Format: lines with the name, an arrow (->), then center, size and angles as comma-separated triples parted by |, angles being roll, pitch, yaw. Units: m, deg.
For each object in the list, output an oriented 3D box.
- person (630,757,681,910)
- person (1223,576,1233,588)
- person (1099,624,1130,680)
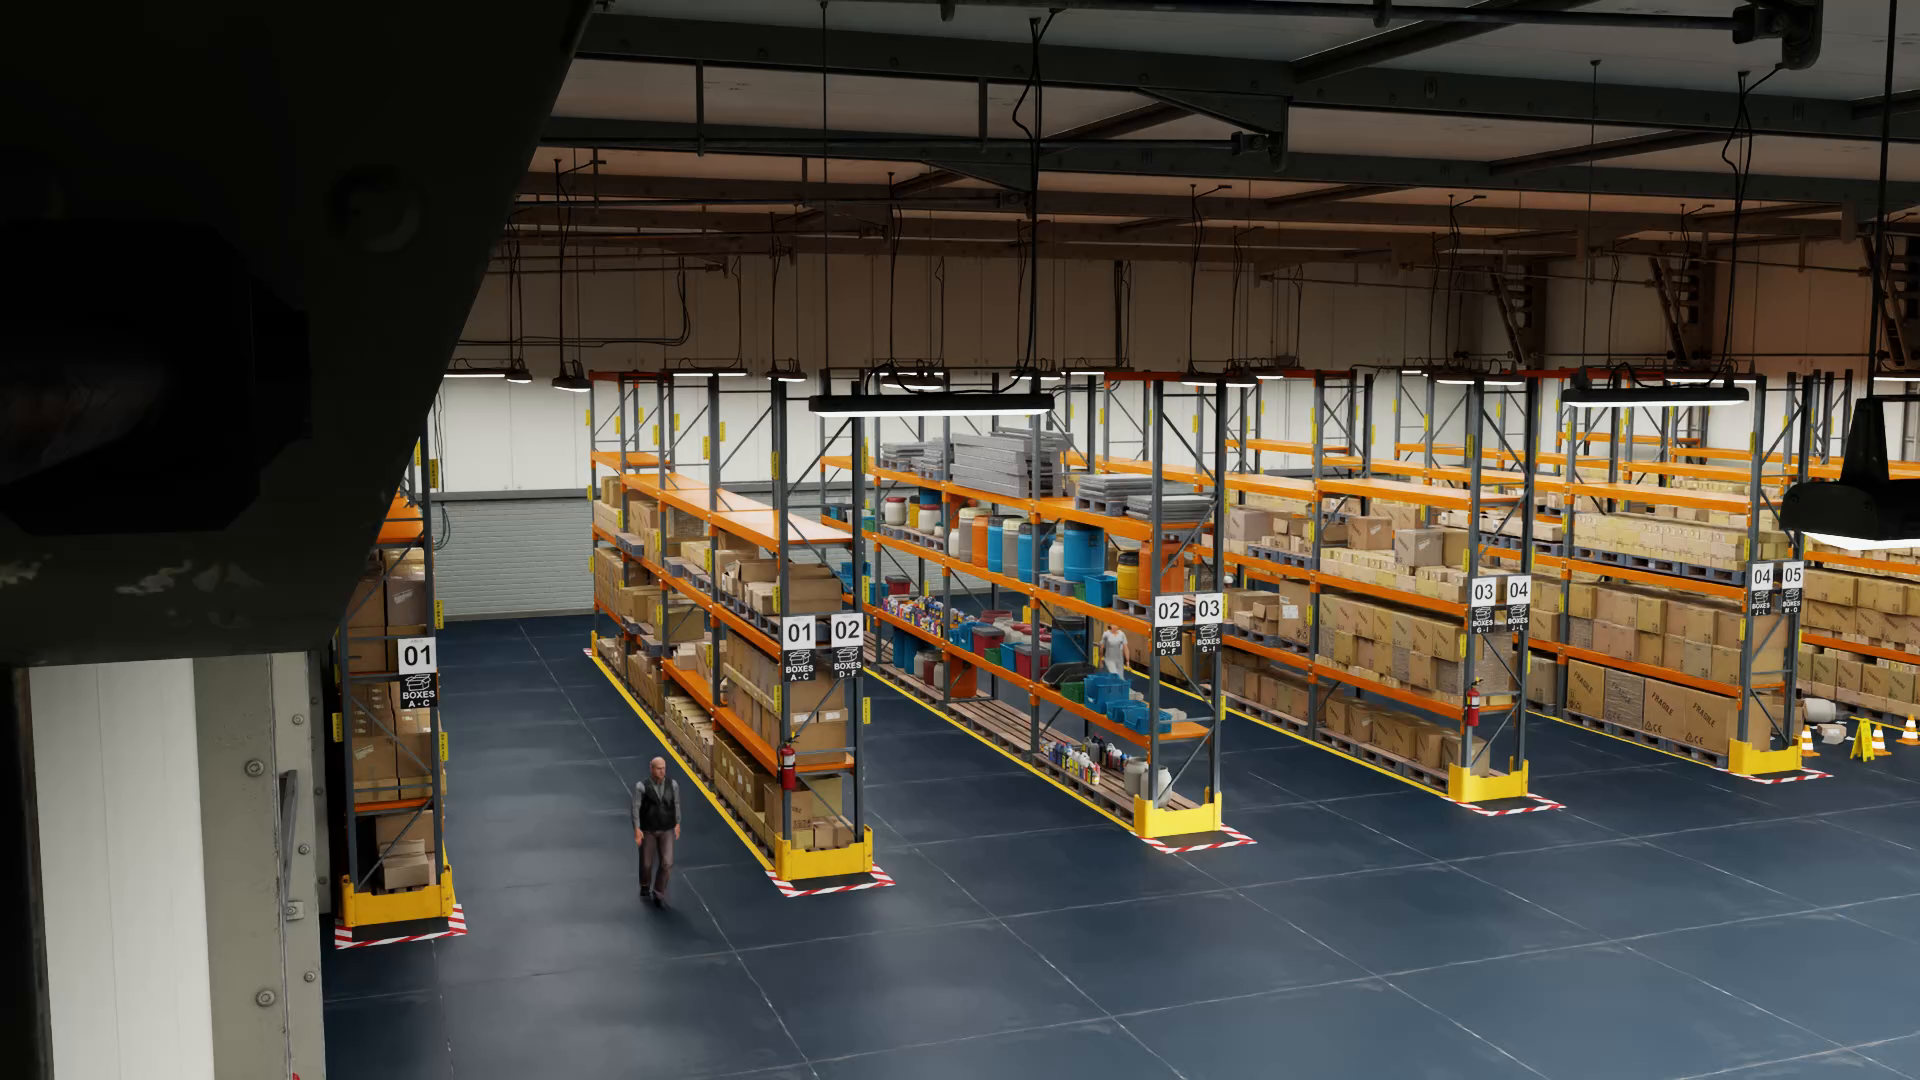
person -> -3.496, 3.372, 19.208 | 0.607, 1.742, 0.658 | -3, 7, -27
person -> 5.575, 1.623, 34.411 | 0.596, 1.766, 0.526 | -1, 6, -8
person -> 2.684, 2.093, 28.642 | 0.470, 1.575, 0.855 | -2, 7, -18
